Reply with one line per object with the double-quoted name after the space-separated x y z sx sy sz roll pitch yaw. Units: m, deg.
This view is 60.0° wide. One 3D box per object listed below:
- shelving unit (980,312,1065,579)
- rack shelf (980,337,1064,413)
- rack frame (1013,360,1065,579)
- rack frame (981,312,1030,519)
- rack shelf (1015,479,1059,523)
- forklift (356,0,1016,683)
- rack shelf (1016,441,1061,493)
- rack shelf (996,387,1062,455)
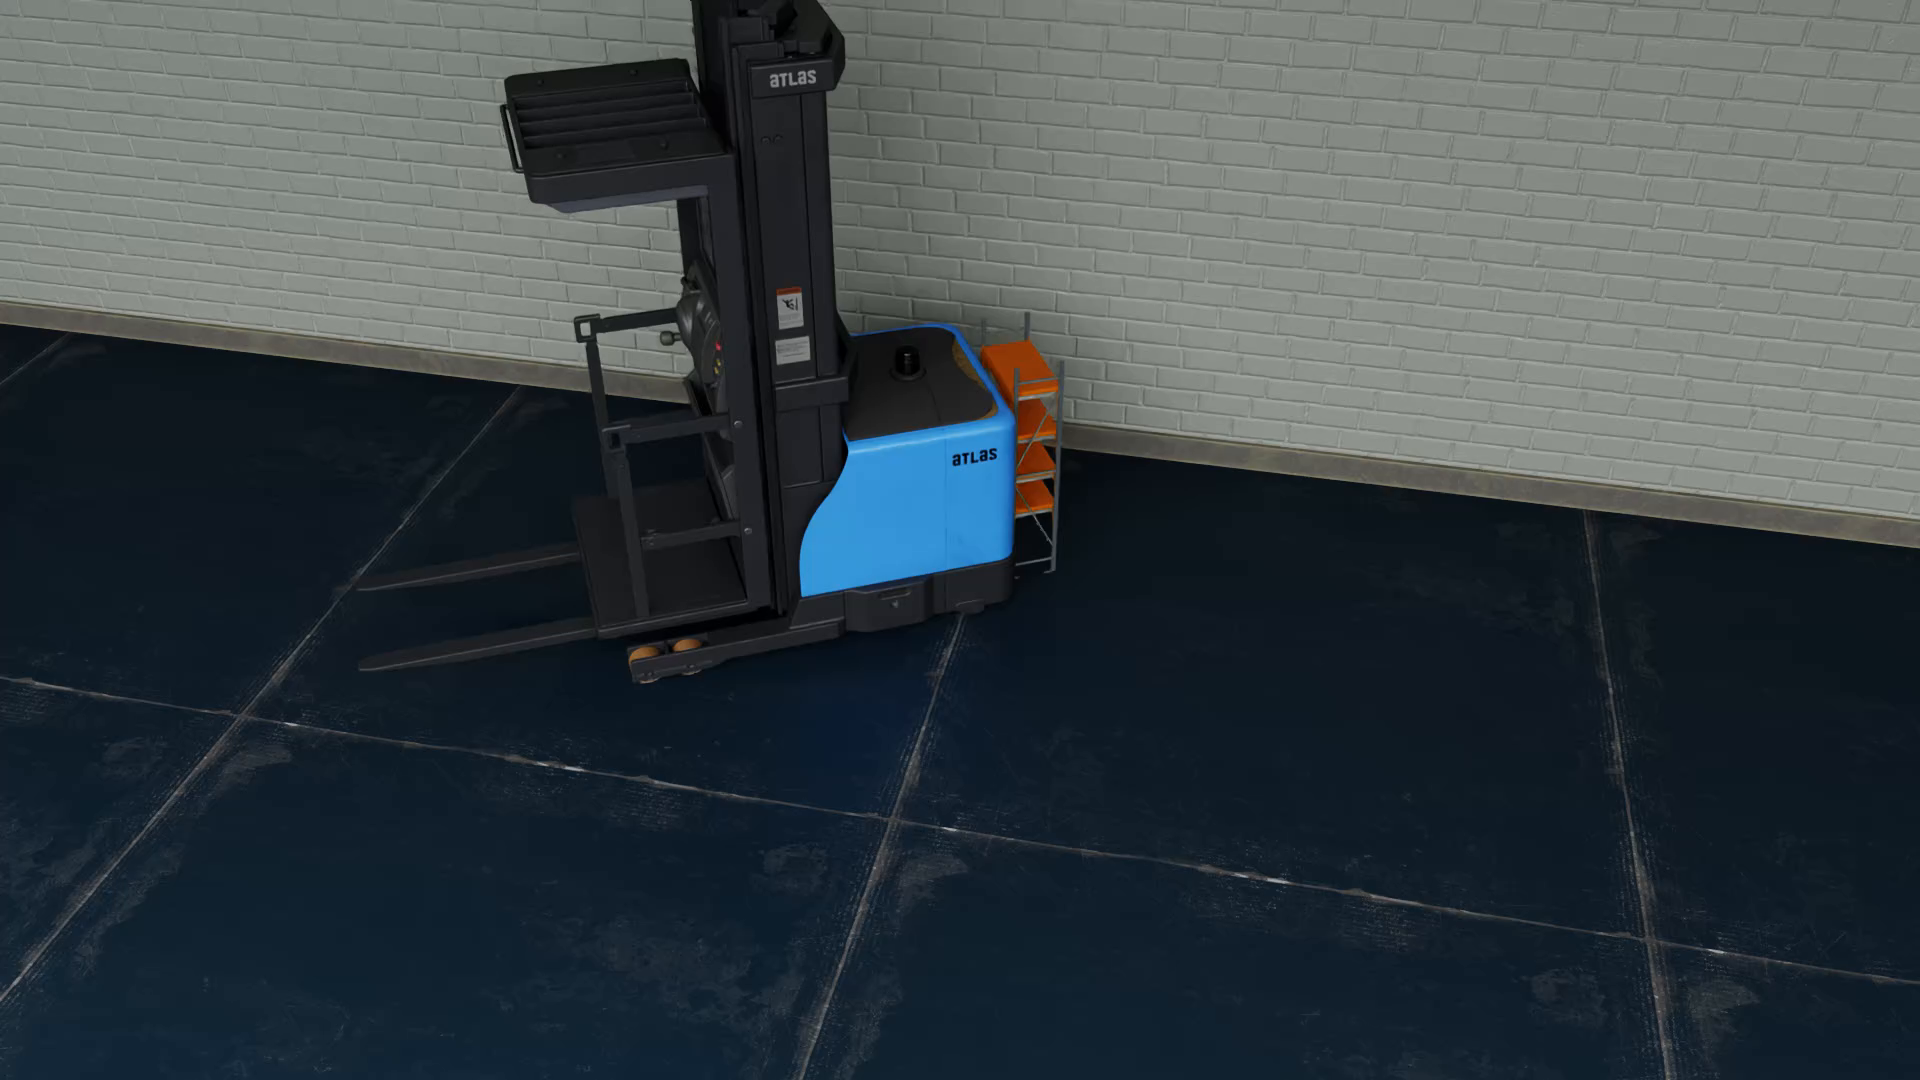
0.289 -0.450 8.118 0.258 1.200 0.503 -10 37 -14 "shelving unit"
0.290 -0.769 7.888 0.258 0.148 0.480 -10 37 -14 "rack shelf"
0.361 -0.313 7.929 0.240 1.200 0.015 -10 37 -14 "rack frame"
0.217 -0.587 8.307 0.240 1.200 0.015 -10 37 -14 "rack frame"
0.288 -0.235 8.274 0.258 0.148 0.480 -10 37 -14 "rack shelf"
-1.310 -0.880 7.237 3.031 2.935 1.130 -10 37 -14 "forklift"
0.289 -0.396 8.157 0.258 0.148 0.480 -10 37 -14 "rack shelf"
0.289 -0.577 8.026 0.258 0.148 0.480 -10 37 -14 "rack shelf"
